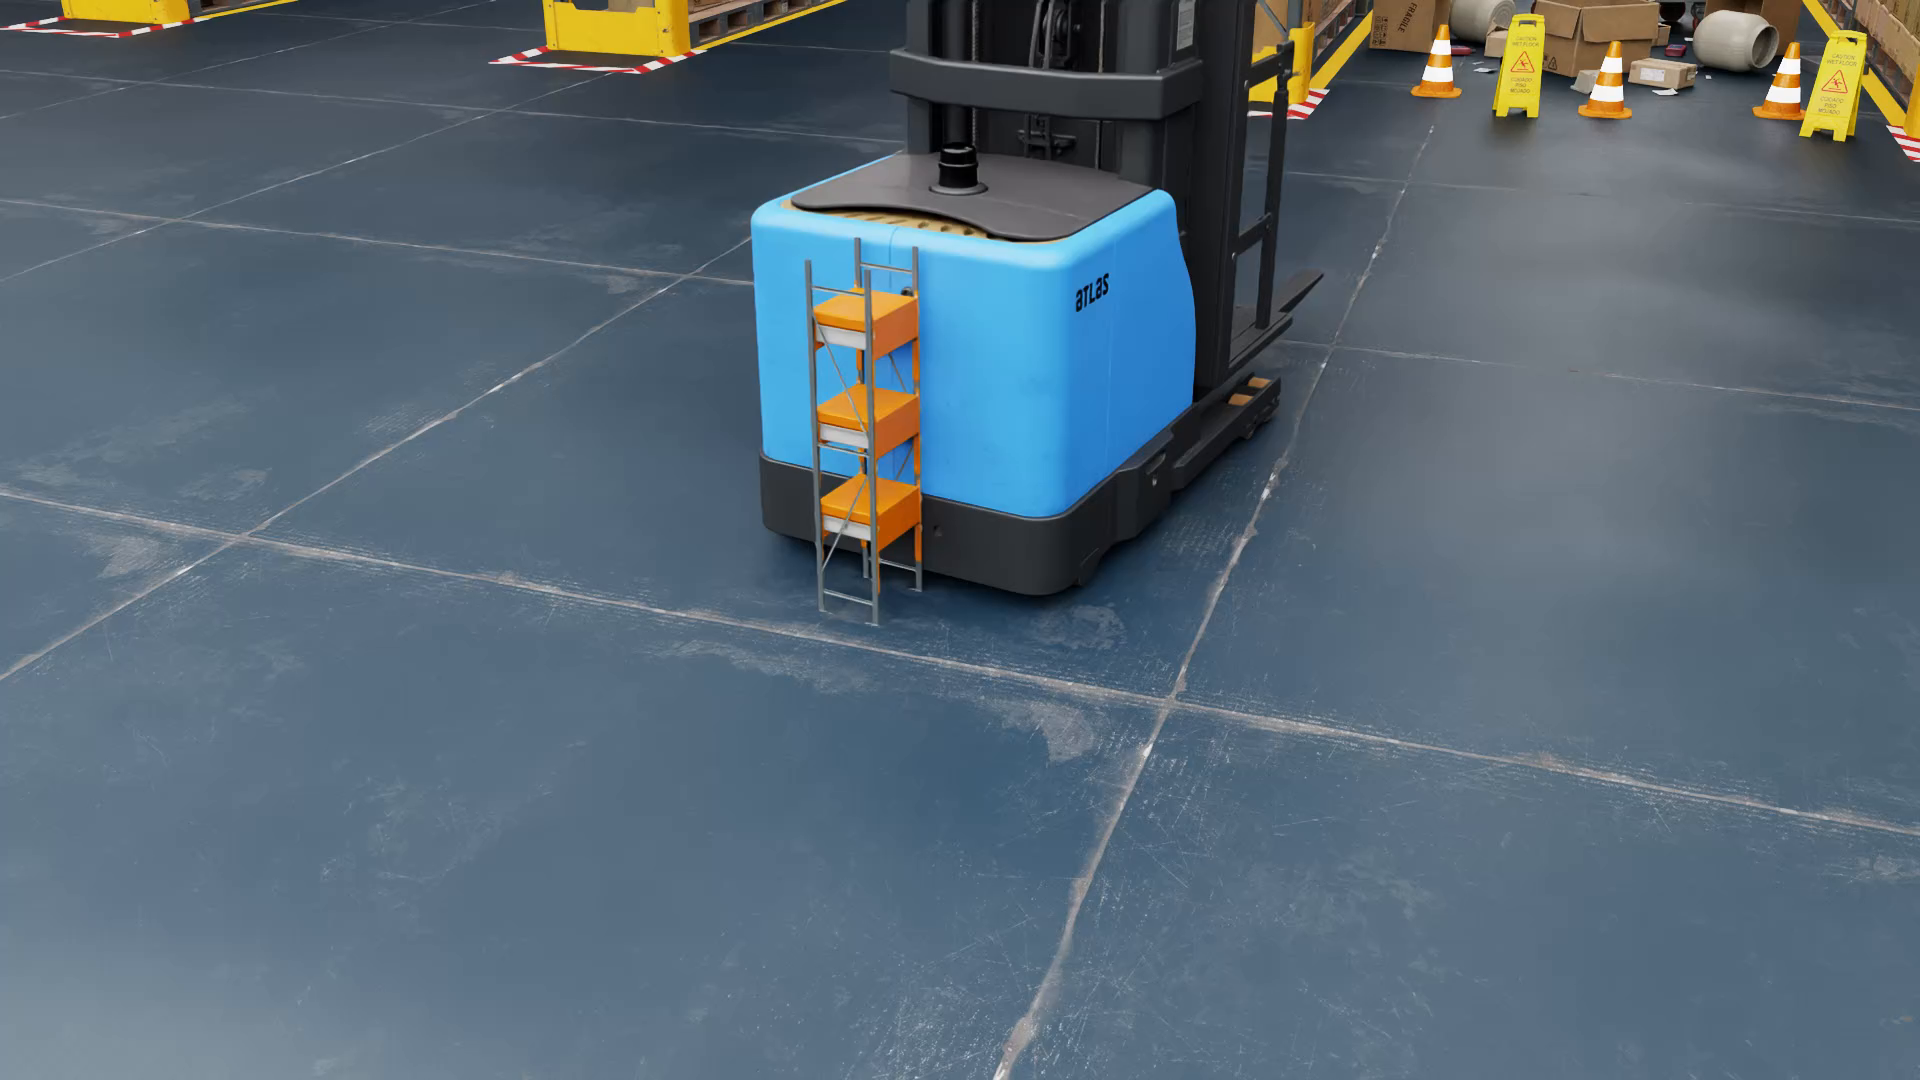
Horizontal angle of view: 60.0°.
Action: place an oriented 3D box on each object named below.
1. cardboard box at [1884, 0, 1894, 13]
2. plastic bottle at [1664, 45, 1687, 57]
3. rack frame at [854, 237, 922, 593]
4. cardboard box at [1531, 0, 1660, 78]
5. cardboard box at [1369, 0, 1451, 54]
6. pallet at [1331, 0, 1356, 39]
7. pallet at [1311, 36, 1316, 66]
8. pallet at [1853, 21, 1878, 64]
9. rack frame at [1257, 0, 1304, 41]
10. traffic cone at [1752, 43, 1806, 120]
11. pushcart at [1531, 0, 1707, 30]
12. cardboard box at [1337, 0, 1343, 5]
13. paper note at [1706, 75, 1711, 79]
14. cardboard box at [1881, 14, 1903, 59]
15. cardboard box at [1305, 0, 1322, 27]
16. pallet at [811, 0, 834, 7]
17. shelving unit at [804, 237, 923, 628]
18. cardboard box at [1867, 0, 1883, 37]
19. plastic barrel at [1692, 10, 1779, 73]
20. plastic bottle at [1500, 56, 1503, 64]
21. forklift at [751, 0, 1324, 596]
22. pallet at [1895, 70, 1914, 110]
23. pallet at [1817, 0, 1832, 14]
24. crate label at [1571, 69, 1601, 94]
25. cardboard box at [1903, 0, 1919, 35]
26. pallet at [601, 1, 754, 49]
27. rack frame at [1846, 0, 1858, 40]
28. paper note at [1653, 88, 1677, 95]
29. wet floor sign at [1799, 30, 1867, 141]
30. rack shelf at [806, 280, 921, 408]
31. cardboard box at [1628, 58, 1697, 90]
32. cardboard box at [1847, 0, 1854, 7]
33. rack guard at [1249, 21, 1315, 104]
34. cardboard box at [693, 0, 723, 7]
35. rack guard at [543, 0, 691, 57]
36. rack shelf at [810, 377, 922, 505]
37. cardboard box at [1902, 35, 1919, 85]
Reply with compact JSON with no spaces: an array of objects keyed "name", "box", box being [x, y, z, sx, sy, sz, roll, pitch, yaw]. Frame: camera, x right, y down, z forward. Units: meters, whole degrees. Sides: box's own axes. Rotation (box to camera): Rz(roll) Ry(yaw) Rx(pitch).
[{"name":"cardboard box","box":[7.107,-4.131,12.153,0.500,0.500,0.500,10,28,20]},{"name":"plastic bottle","box":[5.701,-3.899,13.233,0.133,0.061,0.283,14,29,26]},{"name":"rack frame","box":[-0.201,-0.337,4.740,0.200,1.050,0.008,13,29,26]},{"name":"cardboard box","box":[4.765,-3.802,12.524,0.797,0.503,0.637,-9,27,-18]},{"name":"cardboard box","box":[3.648,-4.246,13.442,0.500,0.500,0.500,14,29,26]},{"name":"pallet","box":[2.870,-4.600,14.509,1.003,0.211,1.213,9,27,17]},{"name":"pallet","box":[2.058,-3.597,12.438,1.003,0.211,1.213,9,27,17]},{"name":"pallet","box":[7.709,-3.944,13.153,1.003,0.211,1.213,9,27,17]},{"name":"rack frame","box":[1.866,-4.513,11.128,1.000,3.000,0.127,9,27,17]},{"name":"traffic cone","box":[5.494,-3.058,11.035,0.336,0.463,0.334,9,27,17]},{"name":"pushcart","box":[5.732,-4.610,14.338,1.648,0.377,0.936,0,26,-1]},{"name":"cardboard box","box":[2.922,-5.141,14.382,0.875,0.875,0.875,9,27,18]},{"name":"paper note","box":[5.549,-3.433,12.329,0.032,0.001,0.123,9,27,17]},{"name":"cardboard box","box":[6.932,-3.586,11.889,0.500,0.250,0.500,8,27,16]},{"name":"cardboard box","box":[2.320,-4.395,12.842,0.875,0.875,0.875,8,27,17]},{"name":"pallet","box":[-1.637,-5.381,16.121,1.003,0.211,1.213,9,27,17]},{"name":"shelving unit","box":[-0.260,-0.290,4.644,0.215,1.050,0.252,13,29,26]},{"name":"cardboard box","box":[7.281,-4.007,12.757,0.500,0.250,0.500,10,28,20]},{"name":"plastic barrel","box":[5.827,-3.745,12.499,0.421,0.421,0.512,-14,29,-27]},{"name":"plastic bottle","box":[4.232,-3.674,12.767,0.133,0.061,0.283,0,26,-1]},{"name":"forklift","box":[0.533,-1.766,5.534,1.130,2.935,3.031,13,29,26]},{"name":"pallet","box":[6.897,-2.941,11.082,1.003,0.211,1.213,9,27,17]},{"name":"pallet","box":[8.561,-5.048,15.434,1.003,0.211,1.213,9,27,17]},{"name":"crate label","box":[4.538,-3.265,11.836,0.250,0.136,0.298,-5,26,-9]},{"name":"cardboard box","box":[6.759,-3.707,11.277,0.500,0.500,0.500,10,28,19]},{"name":"pallet","box":[-2.449,-4.378,14.050,1.003,0.211,1.213,9,27,17]},{"name":"rack frame","box":[7.899,-5.480,13.126,1.000,3.000,0.127,9,27,17]},{"name":"paper note","box":[5.005,-3.177,11.777,0.148,0.019,0.142,0,26,-1]},{"name":"wet floor sign","box":[5.495,-2.854,10.403,0.267,0.644,0.232,20,32,35]},{"name":"rack shelf","box":[-0.260,-0.536,4.525,0.215,0.259,0.240,13,29,26]},{"name":"cardboard box","box":[5.099,-3.384,12.069,0.250,0.149,0.380,-20,33,-36]},{"name":"cardboard box","box":[8.071,-4.702,14.053,0.950,0.372,0.625,9,27,18]},{"name":"rack guard","box":[1.858,-3.378,11.652,1.175,0.500,0.348,9,27,17]},{"name":"cardboard box","box":[-2.387,-4.842,14.195,0.500,0.500,0.500,17,30,31]},{"name":"rack guard","box":[-2.752,-4.179,13.308,1.175,0.500,0.348,9,27,17]},{"name":"rack shelf","box":[-0.260,-0.280,4.649,0.215,0.259,0.240,13,29,26]},{"name":"cardboard box","box":[6.591,-3.169,11.026,0.500,0.250,0.500,9,27,17]}]
